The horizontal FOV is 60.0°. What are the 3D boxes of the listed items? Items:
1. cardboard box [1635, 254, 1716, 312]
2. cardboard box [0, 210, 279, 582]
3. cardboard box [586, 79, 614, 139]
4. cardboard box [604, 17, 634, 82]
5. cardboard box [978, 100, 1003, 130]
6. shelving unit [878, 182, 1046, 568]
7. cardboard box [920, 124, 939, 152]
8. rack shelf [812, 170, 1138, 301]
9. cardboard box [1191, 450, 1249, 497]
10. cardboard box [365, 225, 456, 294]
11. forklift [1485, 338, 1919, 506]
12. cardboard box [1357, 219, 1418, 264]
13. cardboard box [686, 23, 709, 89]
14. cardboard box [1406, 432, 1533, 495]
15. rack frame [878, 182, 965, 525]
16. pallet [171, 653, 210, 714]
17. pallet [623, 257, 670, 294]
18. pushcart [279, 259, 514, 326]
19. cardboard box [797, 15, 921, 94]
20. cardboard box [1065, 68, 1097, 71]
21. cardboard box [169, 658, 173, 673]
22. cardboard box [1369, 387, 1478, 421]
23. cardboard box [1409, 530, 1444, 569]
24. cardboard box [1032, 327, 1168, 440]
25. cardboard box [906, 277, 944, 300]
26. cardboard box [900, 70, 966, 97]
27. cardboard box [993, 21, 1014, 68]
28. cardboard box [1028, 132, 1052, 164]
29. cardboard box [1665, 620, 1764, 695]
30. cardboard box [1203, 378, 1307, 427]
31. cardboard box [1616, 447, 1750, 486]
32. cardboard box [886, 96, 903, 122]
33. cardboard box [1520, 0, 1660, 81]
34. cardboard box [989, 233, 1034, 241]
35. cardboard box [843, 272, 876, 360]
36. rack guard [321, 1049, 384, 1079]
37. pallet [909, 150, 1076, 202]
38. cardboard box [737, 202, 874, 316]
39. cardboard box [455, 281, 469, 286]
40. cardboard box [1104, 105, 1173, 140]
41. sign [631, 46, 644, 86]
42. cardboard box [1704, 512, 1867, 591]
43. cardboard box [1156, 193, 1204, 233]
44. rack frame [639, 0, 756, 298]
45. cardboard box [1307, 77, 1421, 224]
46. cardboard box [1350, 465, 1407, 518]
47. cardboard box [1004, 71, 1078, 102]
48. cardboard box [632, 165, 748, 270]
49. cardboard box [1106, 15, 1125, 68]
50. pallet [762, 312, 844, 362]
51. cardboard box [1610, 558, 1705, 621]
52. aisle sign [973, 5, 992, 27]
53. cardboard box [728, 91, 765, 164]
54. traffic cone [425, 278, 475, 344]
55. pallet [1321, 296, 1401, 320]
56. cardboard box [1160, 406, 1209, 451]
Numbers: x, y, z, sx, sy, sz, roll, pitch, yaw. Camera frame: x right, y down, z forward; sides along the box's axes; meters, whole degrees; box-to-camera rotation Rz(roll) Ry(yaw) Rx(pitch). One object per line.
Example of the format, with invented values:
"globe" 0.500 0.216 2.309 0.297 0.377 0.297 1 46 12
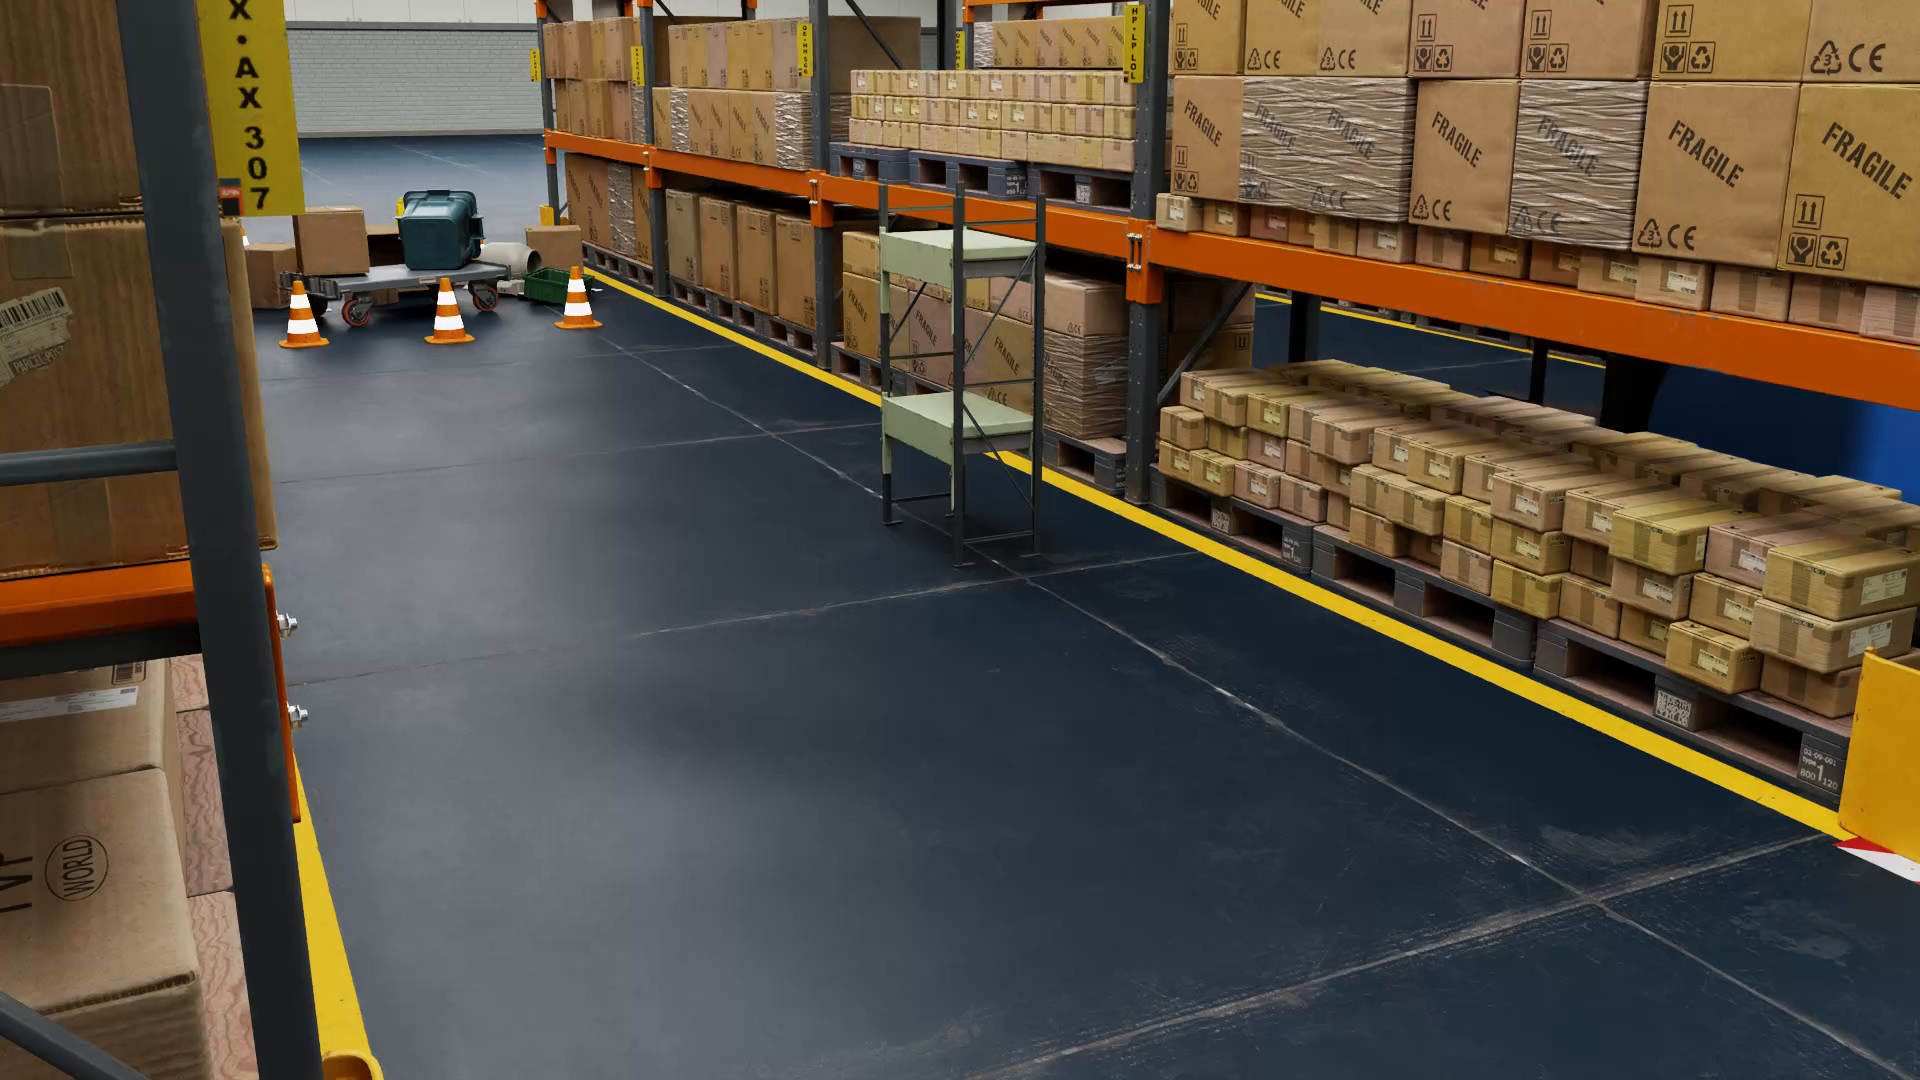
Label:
"cardboard box" 2.279 -0.790 5.023 0.380 0.149 0.250 -7 17 -23
"cardboard box" -1.351 -0.256 2.524 0.500 0.500 0.500 -8 18 -25
"cardboard box" -3.137 -4.216 16.233 0.875 0.550 0.500 -8 18 -25
"cardboard box" -2.726 -4.462 15.132 0.875 0.550 0.550 -8 18 -25
"cardboard box" 0.322 -2.295 8.964 0.380 0.149 0.250 -8 18 -25
"shelving unit" -0.003 -0.723 7.050 0.431 1.500 0.755 -8 18 -25
"cardboard box" -0.009 -2.341 9.665 0.380 0.149 0.250 -7 17 -23
"rack shelf" 0.378 -1.819 9.457 1.077 0.370 4.000 -8 18 -25
"cardboard box" 1.242 -0.306 7.285 0.380 0.149 0.250 -7 17 -23
"cardboard box" -4.946 -2.526 14.896 0.797 0.637 0.503 -8 18 -25
"forklift" 3.308 -1.628 7.611 1.130 2.935 3.031 -7 17 -22
"cardboard box" 1.705 -1.118 6.165 0.380 0.149 0.250 -7 17 -22
"cardboard box" -1.800 -3.932 13.520 0.700 0.500 0.500 -8 18 -26
"cardboard box" 1.881 -0.286 6.137 0.380 0.149 0.250 -8 18 -25
"rack frame" -0.163 -0.813 7.366 0.400 1.500 0.023 -8 18 -25
"pallet" -2.888 0.492 5.153 1.003 0.211 1.213 -8 18 -25
"pallet" -2.513 -2.511 15.617 1.003 0.211 1.213 -8 18 -25
"pushcart" -4.628 -2.057 13.736 0.936 0.377 1.648 15 22 42
"cardboard box" -0.686 -3.302 11.326 0.700 0.500 0.500 -8 18 -25
"cardboard box" 1.614 -4.777 17.740 0.875 0.500 0.500 -8 18 -25
"cardboard box" -2.972 0.152 5.166 0.875 0.438 0.875 -8 18 -26
"cardboard box" 1.951 -0.537 7.012 0.380 0.149 0.250 -7 17 -23
"cardboard box" 1.914 0.001 6.217 0.380 0.149 0.250 -7 17 -23
"cardboard box" 0.704 -0.823 8.450 0.500 0.500 0.500 -8 18 -26
"cardboard box" 0.014 -1.572 9.701 0.500 0.250 0.500 -8 18 -24
"cardboard box" -0.130 -2.697 9.826 0.380 0.149 0.250 -8 18 -27
"cardboard box" 0.709 -5.597 18.782 0.500 0.500 0.500 -8 18 -25
"cardboard box" 0.571 -2.014 8.523 0.380 0.149 0.250 -9 18 -28
"cardboard box" 2.385 0.334 5.055 0.380 0.149 0.250 -7 17 -23
"cardboard box" 1.287 -0.601 7.235 0.380 0.149 0.250 -7 17 -22
"cardboard box" 2.563 -0.219 5.905 0.380 0.149 0.250 -7 17 -23
"cardboard box" -0.226 -2.608 10.057 0.380 0.149 0.250 -8 18 -27
"cardboard box" 2.125 -1.686 5.155 0.500 0.500 0.500 -7 17 -22
"cardboard box" 0.268 -1.760 10.357 0.500 0.250 0.500 -7 18 -24
"cardboard box" -0.417 -1.455 10.654 0.500 0.500 0.500 -8 18 -27
"rack guard" -1.388 1.153 2.326 1.175 0.500 0.348 -8 18 -25
"pallet" 0.406 -2.083 9.419 1.003 0.211 1.213 -8 18 -25
"cardboard box" -1.070 -2.160 12.656 1.050 0.750 0.750 -7 18 -24
"cardboard box" -4.659 -2.542 15.629 0.396 0.266 0.258 -5 17 -15
"cardboard box" 0.903 -1.968 7.826 0.380 0.149 0.250 -7 17 -23
"sign" -2.748 -4.040 14.177 0.100 0.325 0.005 -8 18 -25
"cardboard box" 2.489 0.035 5.019 0.380 0.149 0.250 -7 18 -24
"cardboard box" 1.084 -1.439 7.282 0.380 0.149 0.250 -7 17 -23
"rack frame" -2.250 -3.653 14.542 1.000 3.000 0.127 -8 18 -25
"cardboard box" 1.656 -1.456 6.166 0.500 0.500 0.500 -8 18 -26
"cardboard box" 1.725 -0.199 6.373 0.380 0.149 0.250 -8 18 -25
"cardboard box" 0.454 -2.370 8.686 0.380 0.149 0.250 -8 18 -27
"cardboard box" -2.463 -2.998 15.350 0.875 0.875 0.875 -7 18 -24
"cardboard box" 1.808 -4.977 16.624 0.500 0.500 0.500 -8 18 -25
"pallet" -0.776 -1.525 12.184 1.003 0.211 1.213 -8 18 -25
"cardboard box" 2.290 0.123 5.252 0.380 0.149 0.250 -8 18 -27
"aisle sign" 0.204 -6.448 19.568 0.394 0.787 0.004 -8 18 -25
"cardboard box" -1.373 -3.036 12.212 0.500 0.500 0.500 -8 18 -26
"traffic cone" -3.828 -1.721 12.409 0.336 0.463 0.334 -8 18 -25
"pallet" 3.664 -2.089 14.148 1.003 0.211 1.213 -8 18 -25
"cardboard box" 1.126 -0.515 7.476 0.380 0.149 0.250 -7 17 -22
